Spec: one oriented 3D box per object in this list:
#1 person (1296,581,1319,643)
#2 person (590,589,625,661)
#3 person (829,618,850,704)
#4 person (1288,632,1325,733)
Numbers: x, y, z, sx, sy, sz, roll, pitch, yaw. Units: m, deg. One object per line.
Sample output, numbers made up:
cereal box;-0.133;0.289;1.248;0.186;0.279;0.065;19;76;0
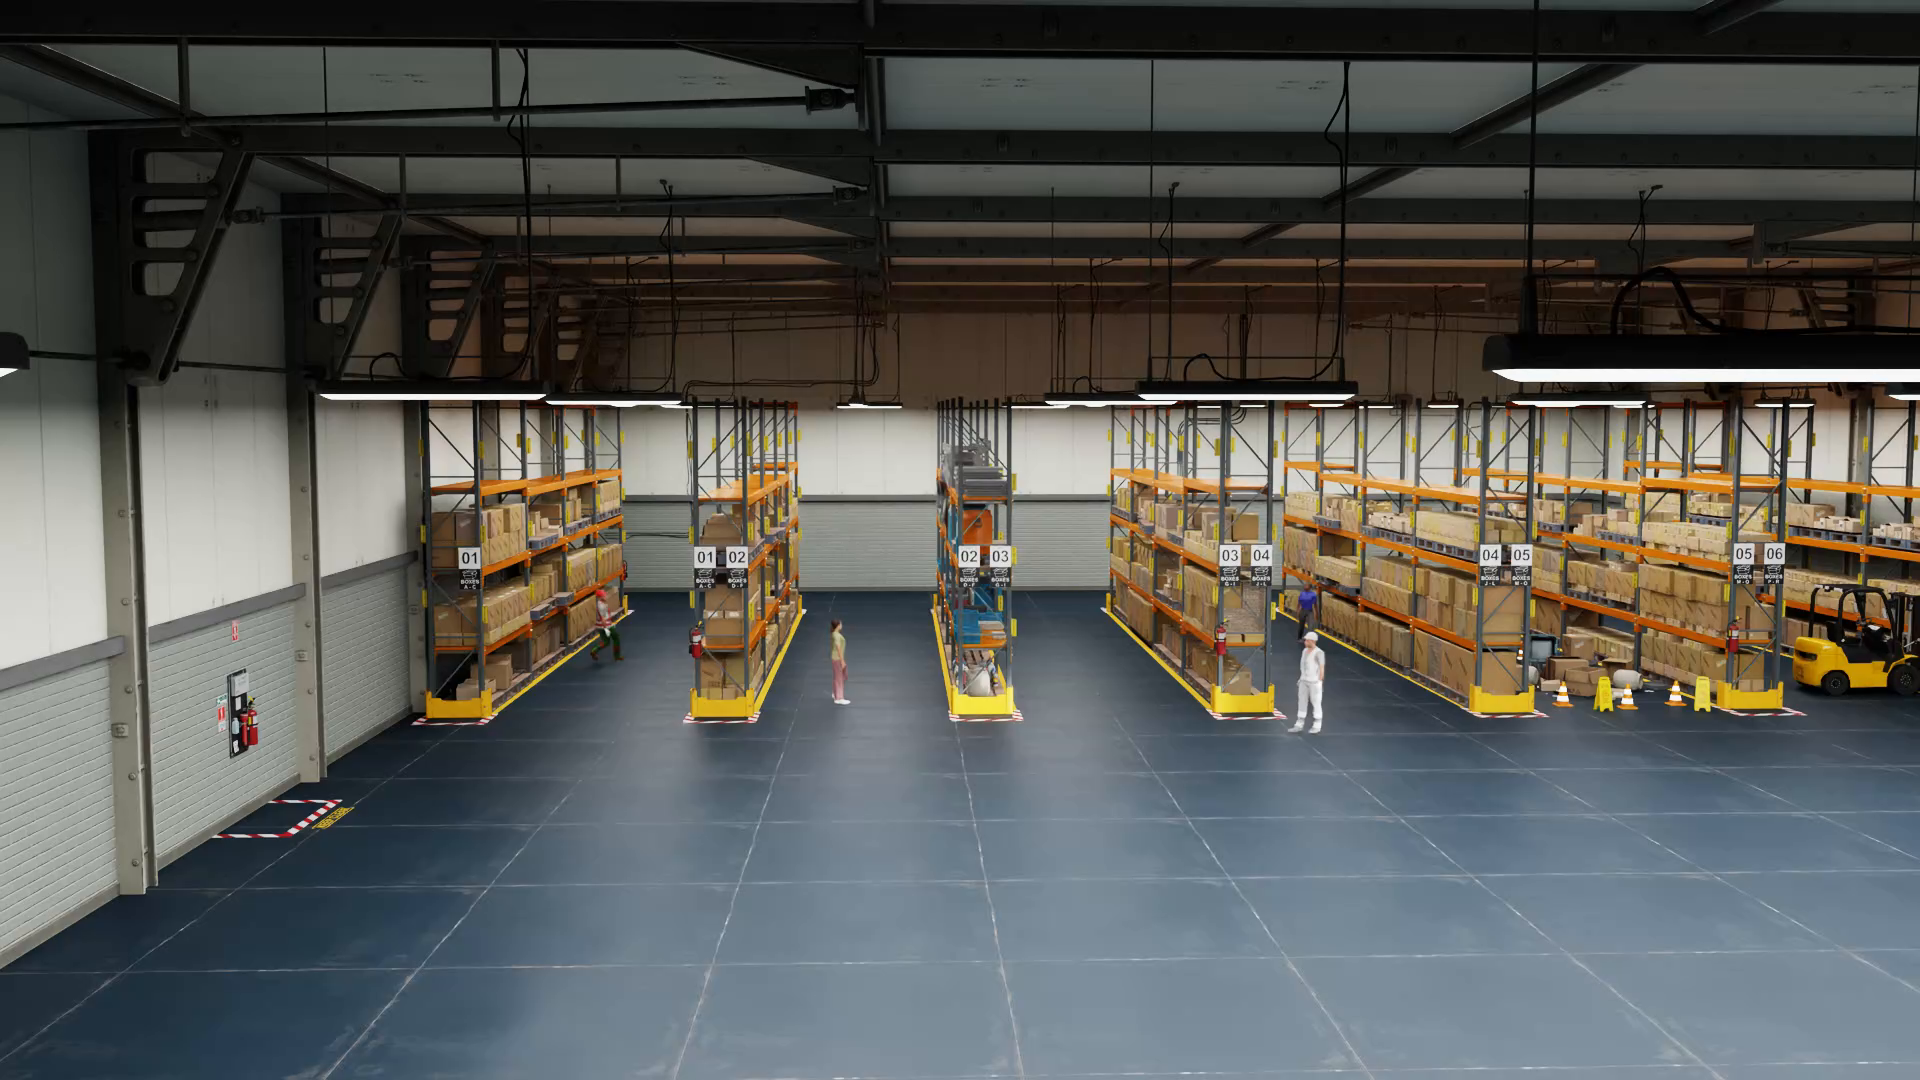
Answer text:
person;8.431;1.803;40.410;0.562;1.599;0.928;0;4;4
person;-8.037;1.954;38.013;0.885;1.672;0.549;-4;6;-39
person;-2.373;2.388;32.671;0.409;1.714;0.504;0;4;-3
person;6.183;2.540;29.563;0.504;1.804;0.591;-3;5;-34
